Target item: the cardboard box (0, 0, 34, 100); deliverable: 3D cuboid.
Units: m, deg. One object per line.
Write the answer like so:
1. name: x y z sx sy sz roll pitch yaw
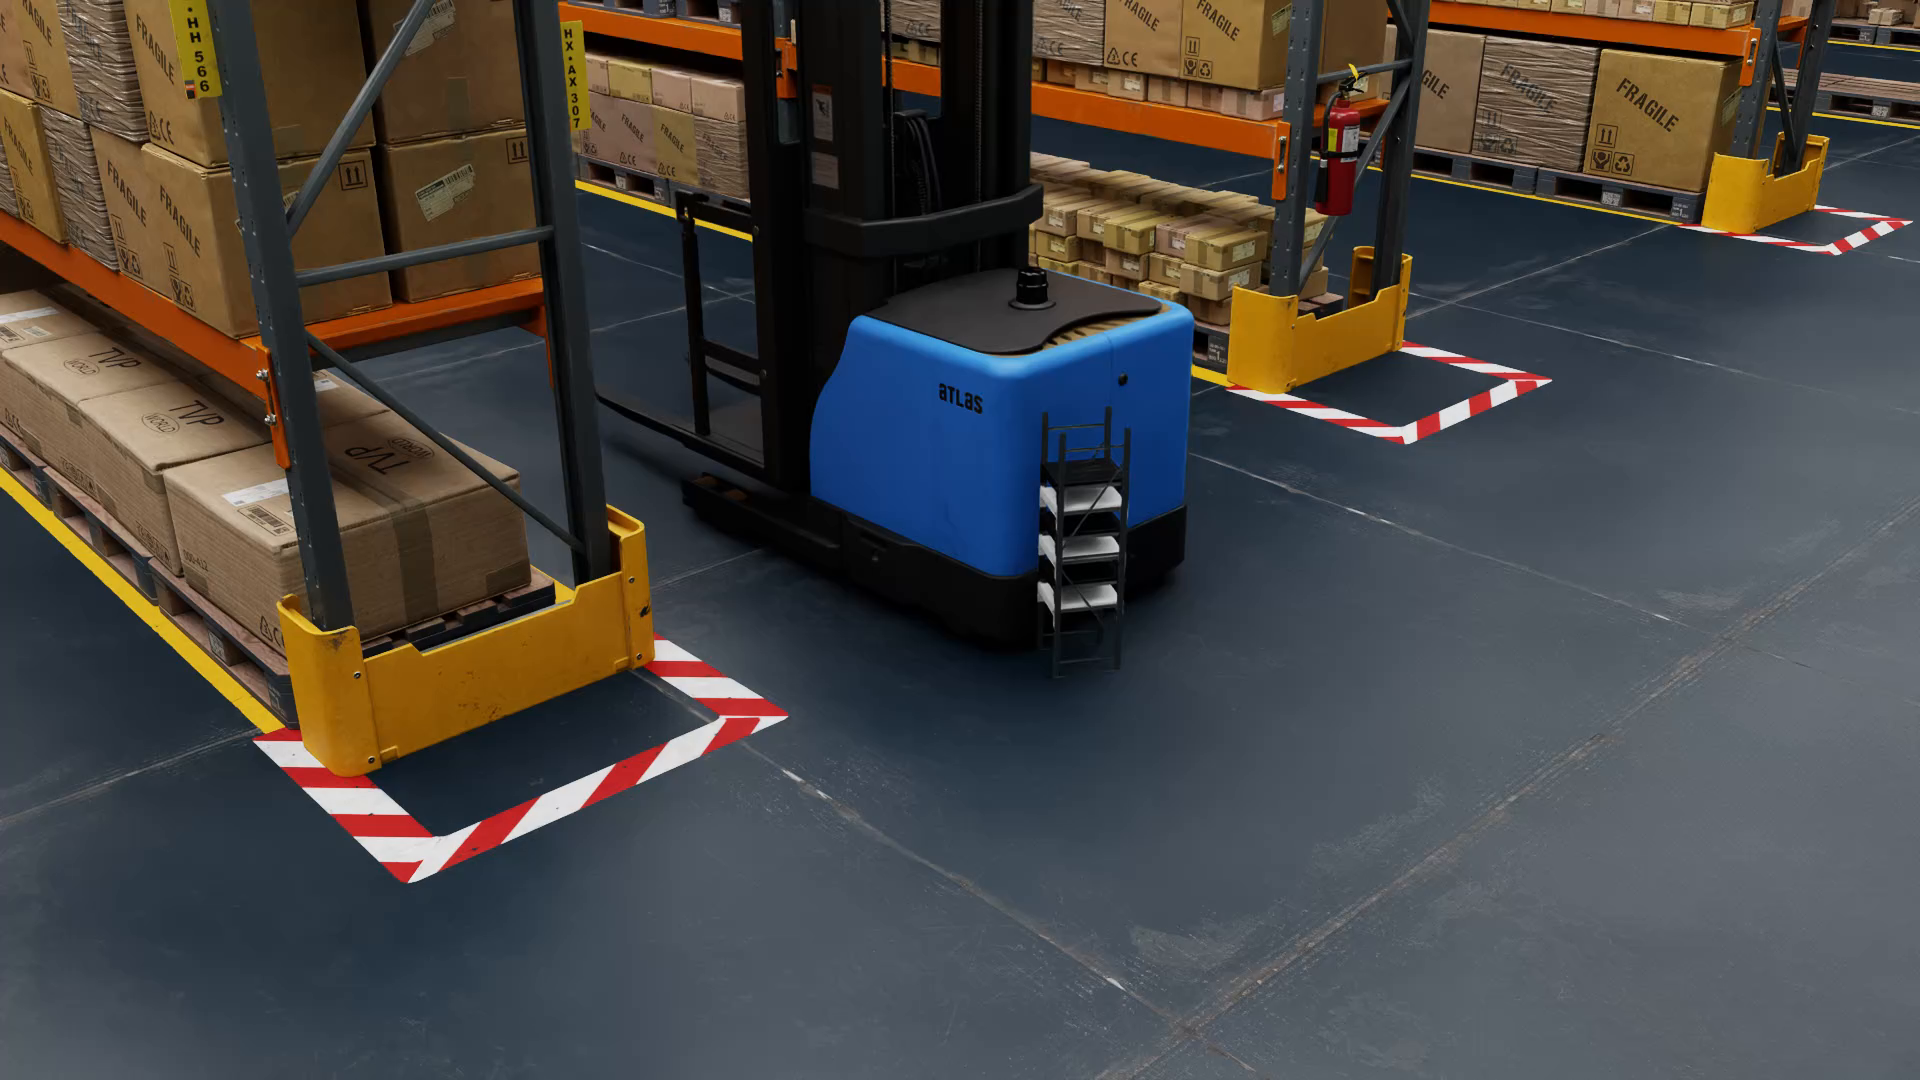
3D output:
1. cardboard box: -3.164 -1.876 5.924 0.500 0.500 0.500 -22 32 -39

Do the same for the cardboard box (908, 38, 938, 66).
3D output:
1. cardboard box: -0.082 -2.896 9.786 0.380 0.149 0.250 -21 32 -38

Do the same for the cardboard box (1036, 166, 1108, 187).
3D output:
1. cardboard box: 0.674 -2.141 10.040 0.380 0.149 0.250 -21 32 -38

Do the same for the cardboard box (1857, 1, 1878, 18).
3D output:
1. cardboard box: 11.026 -6.391 20.049 0.380 0.149 0.250 -21 32 -38

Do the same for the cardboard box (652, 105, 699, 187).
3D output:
1. cardboard box: -1.834 -2.853 11.895 0.500 0.500 0.500 -22 33 -40

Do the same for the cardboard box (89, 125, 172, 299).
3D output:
1. cardboard box: -2.459 -1.117 5.463 0.500 0.500 0.500 -22 33 -39

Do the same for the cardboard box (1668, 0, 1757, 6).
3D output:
1. cardboard box: 5.104 -3.794 11.274 0.500 0.250 0.500 -22 32 -39

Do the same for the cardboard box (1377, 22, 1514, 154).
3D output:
1. cardboard box: 3.903 -3.596 13.073 0.875 0.875 0.875 -21 32 -38

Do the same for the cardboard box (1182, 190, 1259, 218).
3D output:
1. cardboard box: 1.475 -1.861 9.427 0.380 0.149 0.250 -21 32 -39

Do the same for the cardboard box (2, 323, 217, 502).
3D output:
1. cardboard box: -3.375 -0.589 7.009 0.875 0.438 0.875 -22 33 -40

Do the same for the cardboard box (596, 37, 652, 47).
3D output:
1. cardboard box: -2.516 -3.815 13.100 0.500 0.250 0.500 -21 32 -38

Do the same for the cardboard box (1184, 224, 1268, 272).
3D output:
1. cardboard box: 1.393 -1.532 8.706 0.380 0.149 0.250 -21 32 -38

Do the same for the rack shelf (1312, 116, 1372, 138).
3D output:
1. rack shelf: 0.573 -2.622 9.579 0.831 0.071 3.687 -21 32 -38

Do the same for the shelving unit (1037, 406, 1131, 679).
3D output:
1. shelving unit: -0.026 -4.686 12.147 2.959 4.048 15.758 -5 25 -12

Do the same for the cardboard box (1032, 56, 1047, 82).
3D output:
1. cardboard box: 0.501 -2.674 9.300 0.380 0.149 0.250 -21 32 -38

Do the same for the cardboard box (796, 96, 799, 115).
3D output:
1. cardboard box: -1.106 -3.184 11.719 0.500 0.250 0.500 22 33 39

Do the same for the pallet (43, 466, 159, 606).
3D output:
1. pallet: -3.038 -0.165 6.857 1.003 0.211 1.213 -21 32 -38

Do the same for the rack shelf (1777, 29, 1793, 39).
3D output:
1. rack shelf: 4.262 -3.999 12.596 0.831 0.071 3.687 -21 32 -38

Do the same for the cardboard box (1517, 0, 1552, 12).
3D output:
1. cardboard box: 4.269 -3.943 12.081 0.380 0.149 0.250 -21 32 -38

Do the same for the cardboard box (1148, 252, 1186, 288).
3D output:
1. cardboard box: 1.231 -1.482 8.954 0.380 0.149 0.250 -22 33 -40

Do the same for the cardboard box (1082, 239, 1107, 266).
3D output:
1. cardboard box: 0.906 -1.655 9.333 0.380 0.149 0.250 -22 32 -39

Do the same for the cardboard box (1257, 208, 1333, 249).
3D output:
1. cardboard box: 1.830 -1.699 9.071 0.250 0.149 0.380 22 32 39

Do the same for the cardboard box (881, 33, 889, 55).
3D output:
1. cardboard box: -0.388 -3.075 10.178 0.250 0.149 0.380 22 33 39

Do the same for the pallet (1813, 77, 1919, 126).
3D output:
1. pallet: 0.626 -1.559 9.913 21.016 0.211 3.492 -21 32 -38

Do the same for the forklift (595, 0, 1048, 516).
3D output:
1. forklift: -5.118 -2.446 5.836 8.052 5.209 8.879 -22 32 -39

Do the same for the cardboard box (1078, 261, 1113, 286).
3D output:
1. cardboard box: 0.882 -1.498 9.348 0.380 0.149 0.250 -21 32 -38

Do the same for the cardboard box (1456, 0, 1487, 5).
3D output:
1. cardboard box: 3.921 -4.097 12.419 0.380 0.149 0.250 -22 33 -40

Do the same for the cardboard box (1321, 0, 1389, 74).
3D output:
1. cardboard box: 1.835 -2.674 8.518 0.500 0.500 0.500 -19 31 -36

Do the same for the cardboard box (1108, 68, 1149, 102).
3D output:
1. cardboard box: 0.994 -2.411 8.725 0.380 0.149 0.250 -20 31 -37

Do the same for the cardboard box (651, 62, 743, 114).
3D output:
1. cardboard box: -1.829 -3.199 11.751 0.500 0.250 0.500 -19 31 -36

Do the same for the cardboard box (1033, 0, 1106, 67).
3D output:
1. cardboard box: 0.743 -2.831 8.863 0.500 0.500 0.500 -21 32 -38

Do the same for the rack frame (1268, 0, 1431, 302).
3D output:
1. rack frame: 1.940 -2.279 8.131 1.000 3.000 0.127 -21 32 -38

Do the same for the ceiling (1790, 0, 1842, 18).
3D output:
1. ceiling: 10.258 -6.465 20.016 0.500 0.311 0.500 -21 32 -38

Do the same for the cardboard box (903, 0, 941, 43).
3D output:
1. cardboard box: 0.022 -3.139 9.538 0.500 0.500 0.500 -22 33 -39

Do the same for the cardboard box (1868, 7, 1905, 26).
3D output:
1. cardboard box: 10.857 -6.140 19.478 0.380 0.166 0.250 -21 32 -38

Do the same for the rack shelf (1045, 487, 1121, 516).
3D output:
1. rack shelf: -0.018 -4.964 12.028 2.940 3.444 15.748 -5 25 -12

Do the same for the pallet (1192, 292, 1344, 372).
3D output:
1. pallet: 1.358 -1.289 9.322 1.003 0.211 1.213 -21 32 -38

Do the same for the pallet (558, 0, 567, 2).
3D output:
1. pallet: -2.963 -4.430 13.077 1.213 0.211 1.003 -21 32 -38

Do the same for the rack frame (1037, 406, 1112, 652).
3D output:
1. rack frame: 0.390 -0.026 5.723 0.240 0.900 0.006 -5 25 -12

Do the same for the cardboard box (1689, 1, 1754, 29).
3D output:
1. cardboard box: 5.146 -3.555 11.232 0.274 0.149 0.395 22 32 39

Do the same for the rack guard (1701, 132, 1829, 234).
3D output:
1. rack guard: 5.646 -2.511 11.651 1.175 0.500 0.348 -21 32 -38

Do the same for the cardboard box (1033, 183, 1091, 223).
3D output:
1. cardboard box: -3.853 -12.771 23.276 30.398 8.504 18.148 23 33 40
